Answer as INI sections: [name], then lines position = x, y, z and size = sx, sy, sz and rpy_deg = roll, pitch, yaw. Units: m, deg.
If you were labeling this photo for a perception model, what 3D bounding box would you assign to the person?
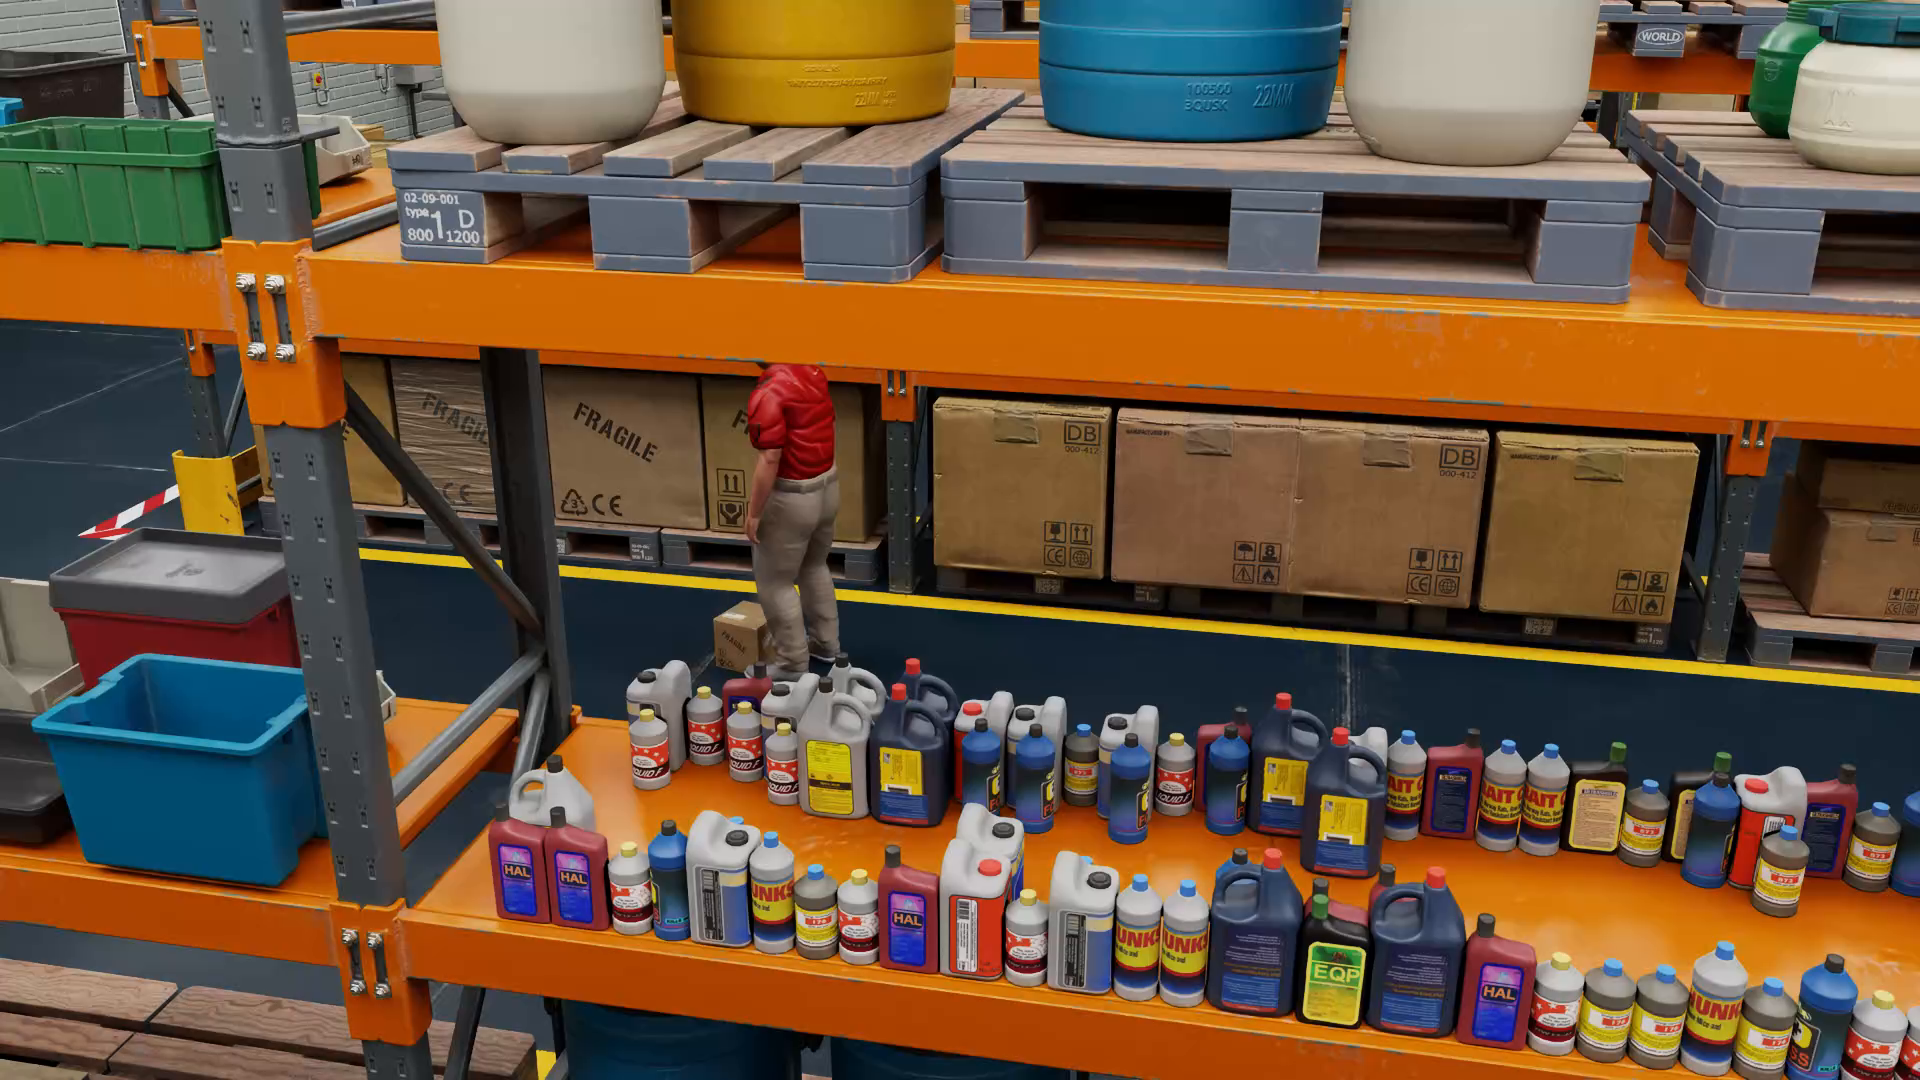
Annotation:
[person]
position = -0.770, -0.180, 7.562
size = 0.392, 1.727, 0.585
rpy_deg = 11, 24, 26
